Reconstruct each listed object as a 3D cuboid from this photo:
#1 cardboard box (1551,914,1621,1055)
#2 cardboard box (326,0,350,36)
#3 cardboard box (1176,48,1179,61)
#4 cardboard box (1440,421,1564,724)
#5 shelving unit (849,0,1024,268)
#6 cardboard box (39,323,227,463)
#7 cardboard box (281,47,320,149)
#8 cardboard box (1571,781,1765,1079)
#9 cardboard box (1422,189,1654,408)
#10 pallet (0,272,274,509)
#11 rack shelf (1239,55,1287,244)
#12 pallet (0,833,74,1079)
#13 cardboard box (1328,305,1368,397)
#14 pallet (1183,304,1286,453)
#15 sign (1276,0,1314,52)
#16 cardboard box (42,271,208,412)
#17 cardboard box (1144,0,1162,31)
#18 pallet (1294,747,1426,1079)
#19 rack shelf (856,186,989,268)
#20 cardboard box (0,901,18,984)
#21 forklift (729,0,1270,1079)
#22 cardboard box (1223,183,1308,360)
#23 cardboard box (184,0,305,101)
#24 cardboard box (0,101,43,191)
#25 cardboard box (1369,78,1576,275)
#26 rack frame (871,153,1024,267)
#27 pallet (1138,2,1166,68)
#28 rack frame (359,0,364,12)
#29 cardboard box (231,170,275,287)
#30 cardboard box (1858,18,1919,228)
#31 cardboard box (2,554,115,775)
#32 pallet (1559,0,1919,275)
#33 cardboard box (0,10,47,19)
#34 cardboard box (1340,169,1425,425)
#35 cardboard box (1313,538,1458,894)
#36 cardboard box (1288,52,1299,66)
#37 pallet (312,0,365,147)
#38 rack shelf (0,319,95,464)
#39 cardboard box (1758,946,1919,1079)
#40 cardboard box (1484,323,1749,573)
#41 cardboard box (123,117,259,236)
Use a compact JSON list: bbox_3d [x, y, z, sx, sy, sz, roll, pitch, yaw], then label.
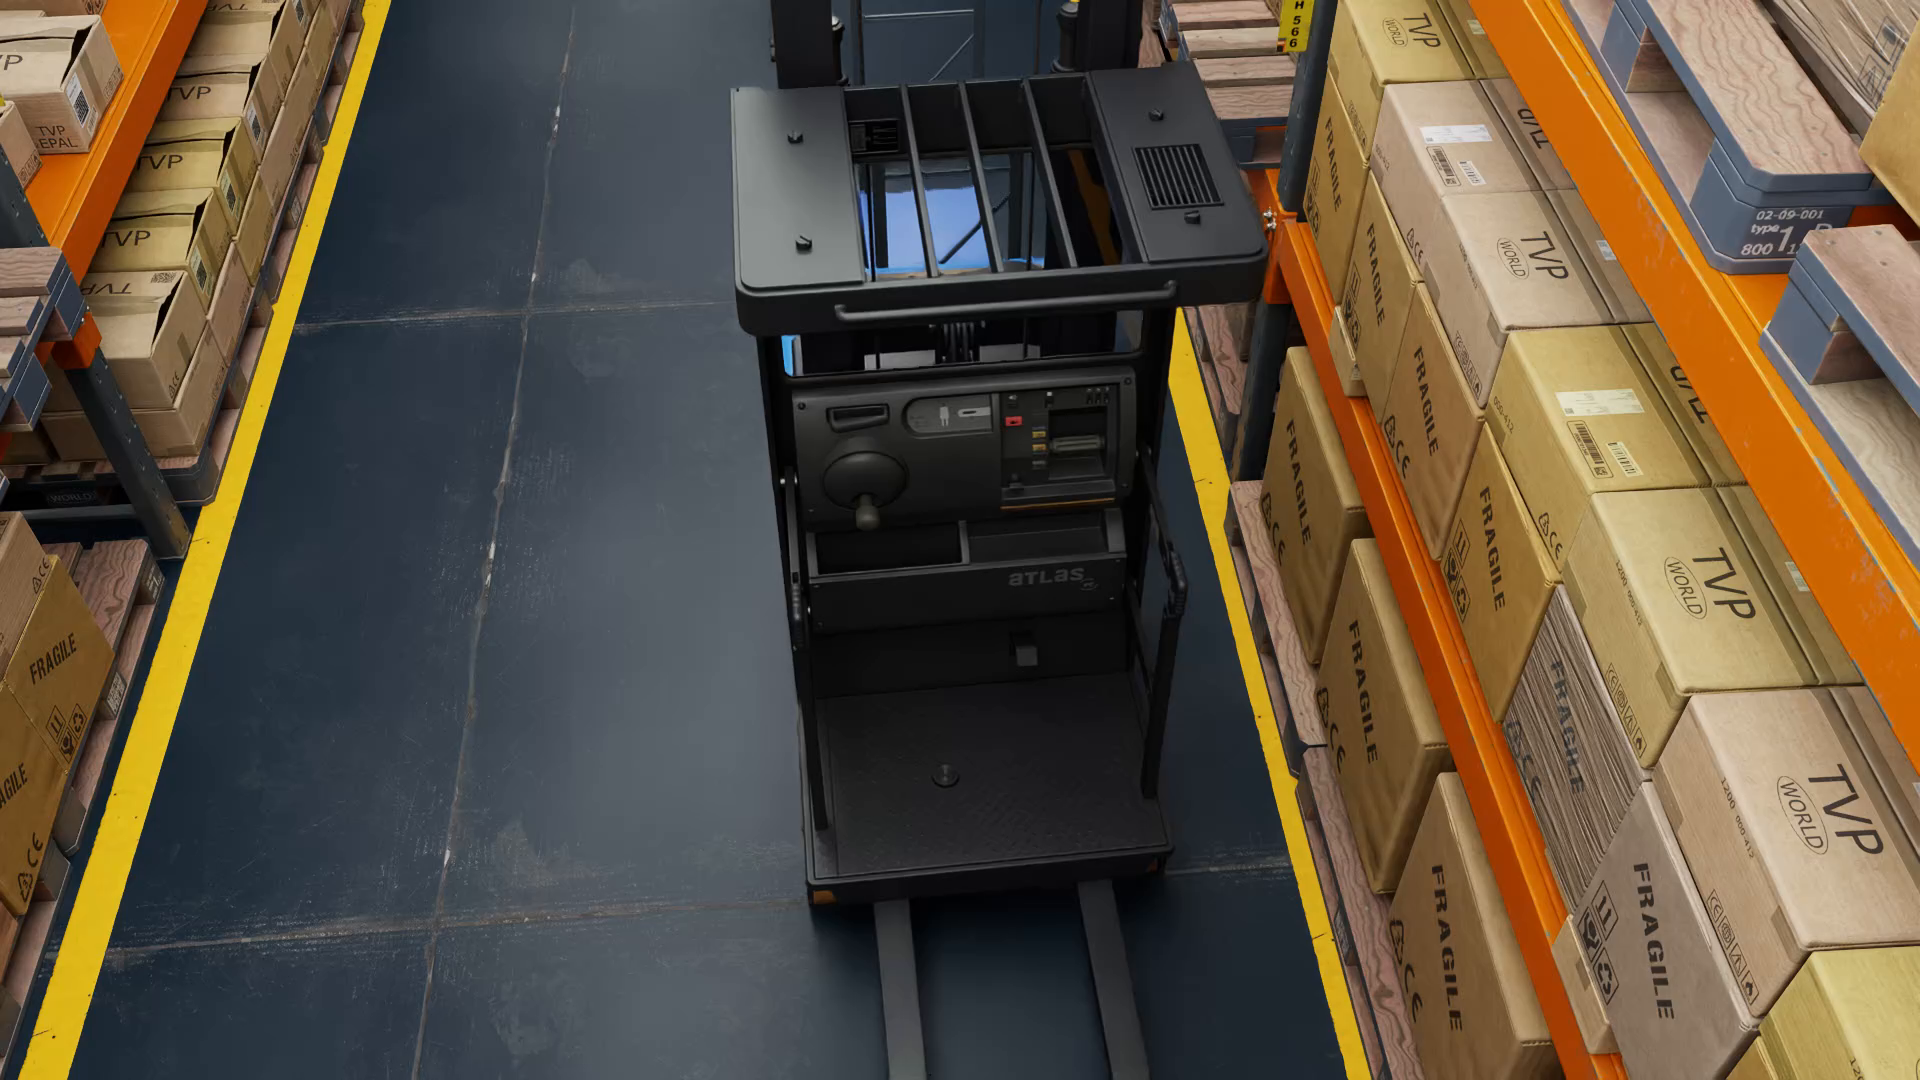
[{"bbox_3d":[1.476,0.914,3.477,0.380,0.149,0.250,-3,47,-3],"label":"cardboard box"},{"bbox_3d":[-3.393,-2.780,8.421,0.500,0.250,0.500,-4,47,-4],"label":"cardboard box"},{"bbox_3d":[1.393,-2.185,7.672,0.700,0.500,0.500,-3,47,-3],"label":"cardboard box"},{"bbox_3d":[1.466,0.065,3.835,0.500,0.500,0.500,-2,47,-2],"label":"cardboard box"},{"bbox_3d":[-0.099,-1.137,6.294,0.538,1.500,1.048,-5,47,-4],"label":"shelving unit"},{"bbox_3d":[-3.133,-0.565,6.324,0.500,0.250,0.500,-4,47,-3],"label":"cardboard box"},{"bbox_3d":[-3.310,-2.044,7.724,0.500,0.250,0.500,-3,47,-2],"label":"cardboard box"},{"bbox_3d":[1.546,0.790,3.148,0.500,0.500,0.500,-3,47,-3],"label":"cardboard box"},{"bbox_3d":[1.426,-0.580,3.929,0.500,0.250,0.500,-3,47,-3],"label":"cardboard box"},{"bbox_3d":[-3.412,-0.608,6.681,1.003,0.211,1.213,-3,47,-3],"label":"pallet"},{"bbox_3d":[1.386,-2.473,7.021,1.077,0.370,4.000,-3,47,-3],"label":"rack shelf"},{"bbox_3d":[-3.258,1.413,4.767,1.003,0.211,1.213,-3,47,-3],"label":"pallet"},{"bbox_3d":[1.301,-0.561,4.875,0.380,0.149,0.250,-2,47,-2],"label":"cardboard box"},{"bbox_3d":[1.490,-0.880,6.938,1.003,0.211,1.213,-3,47,-3],"label":"pallet"},{"bbox_3d":[1.014,-1.604,4.960,0.100,0.325,0.005,-3,47,-3],"label":"sign"},{"bbox_3d":[-3.133,-0.758,6.120,0.500,0.311,0.500,-2,47,-2],"label":"cardboard box"},{"bbox_3d":[1.297,-2.927,8.375,0.700,0.500,0.500,-2,47,-2],"label":"cardboard box"},{"bbox_3d":[1.644,1.141,5.024,1.003,0.211,1.213,-3,47,-3],"label":"pallet"},{"bbox_3d":[-0.099,-1.013,6.424,0.538,0.185,1.000,-5,47,-4],"label":"rack shelf"},{"bbox_3d":[-2.977,1.155,4.509,0.500,0.500,0.500,-5,47,-5],"label":"cardboard box"},{"bbox_3d":[0.045,-0.150,4.373,1.130,2.935,3.031,-5,47,-4],"label":"forklift"},{"bbox_3d":[1.442,-1.083,6.628,0.700,0.500,0.500,-3,47,-3],"label":"cardboard box"},{"bbox_3d":[-3.308,-2.242,7.526,0.500,0.311,0.500,-4,47,-3],"label":"cardboard box"},{"bbox_3d":[-3.369,-1.204,5.386,0.500,0.311,0.500,-1,47,-1],"label":"cardboard box"},{"bbox_3d":[1.381,-0.941,4.272,0.500,0.250,0.500,-4,47,-4],"label":"cardboard box"},{"bbox_3d":[-0.042,-0.770,5.946,0.500,1.500,0.032,-5,47,-4],"label":"rack frame"},{"bbox_3d":[1.286,-2.645,8.610,1.003,0.211,1.213,-3,47,-3],"label":"pallet"},{"bbox_3d":[-3.717,-3.863,7.843,1.000,3.000,0.127,-3,47,-3],"label":"rack frame"},{"bbox_3d":[-3.226,-1.304,7.024,0.500,0.250,0.500,-5,47,-4],"label":"cardboard box"},{"bbox_3d":[1.813,-0.638,2.351,0.700,0.500,0.500,-4,47,-4],"label":"cardboard box"},{"bbox_3d":[-3.070,0.401,5.222,0.500,0.500,0.500,-2,47,-2],"label":"cardboard box"},{"bbox_3d":[1.757,-0.968,3.165,1.003,0.211,1.213,-2,47,-1],"label":"pallet"},{"bbox_3d":[-3.545,-1.802,6.064,0.380,0.149,0.250,0,47,0],"label":"cardboard box"},{"bbox_3d":[1.374,-0.670,4.531,0.500,0.500,0.500,-2,47,-2],"label":"cardboard box"},{"bbox_3d":[1.552,0.496,4.906,0.750,0.750,0.750,-4,47,-3],"label":"cardboard box"},{"bbox_3d":[1.505,-1.798,5.515,0.700,0.500,0.500,-8,47,-8],"label":"cardboard box"},{"bbox_3d":[-3.616,-2.374,8.353,1.003,0.211,1.213,-3,47,-3],"label":"pallet"},{"bbox_3d":[-3.215,0.725,3.993,1.077,0.370,4.000,-3,47,-3],"label":"rack shelf"},{"bbox_3d":[1.595,0.897,2.530,0.500,0.250,0.500,-2,47,-2],"label":"cardboard box"},{"bbox_3d":[1.475,-0.211,3.580,0.500,0.250,0.500,-4,47,-4],"label":"cardboard box"},{"bbox_3d":[-3.226,-1.506,6.829,0.500,0.311,0.500,-5,47,-4],"label":"cardboard box"}]
